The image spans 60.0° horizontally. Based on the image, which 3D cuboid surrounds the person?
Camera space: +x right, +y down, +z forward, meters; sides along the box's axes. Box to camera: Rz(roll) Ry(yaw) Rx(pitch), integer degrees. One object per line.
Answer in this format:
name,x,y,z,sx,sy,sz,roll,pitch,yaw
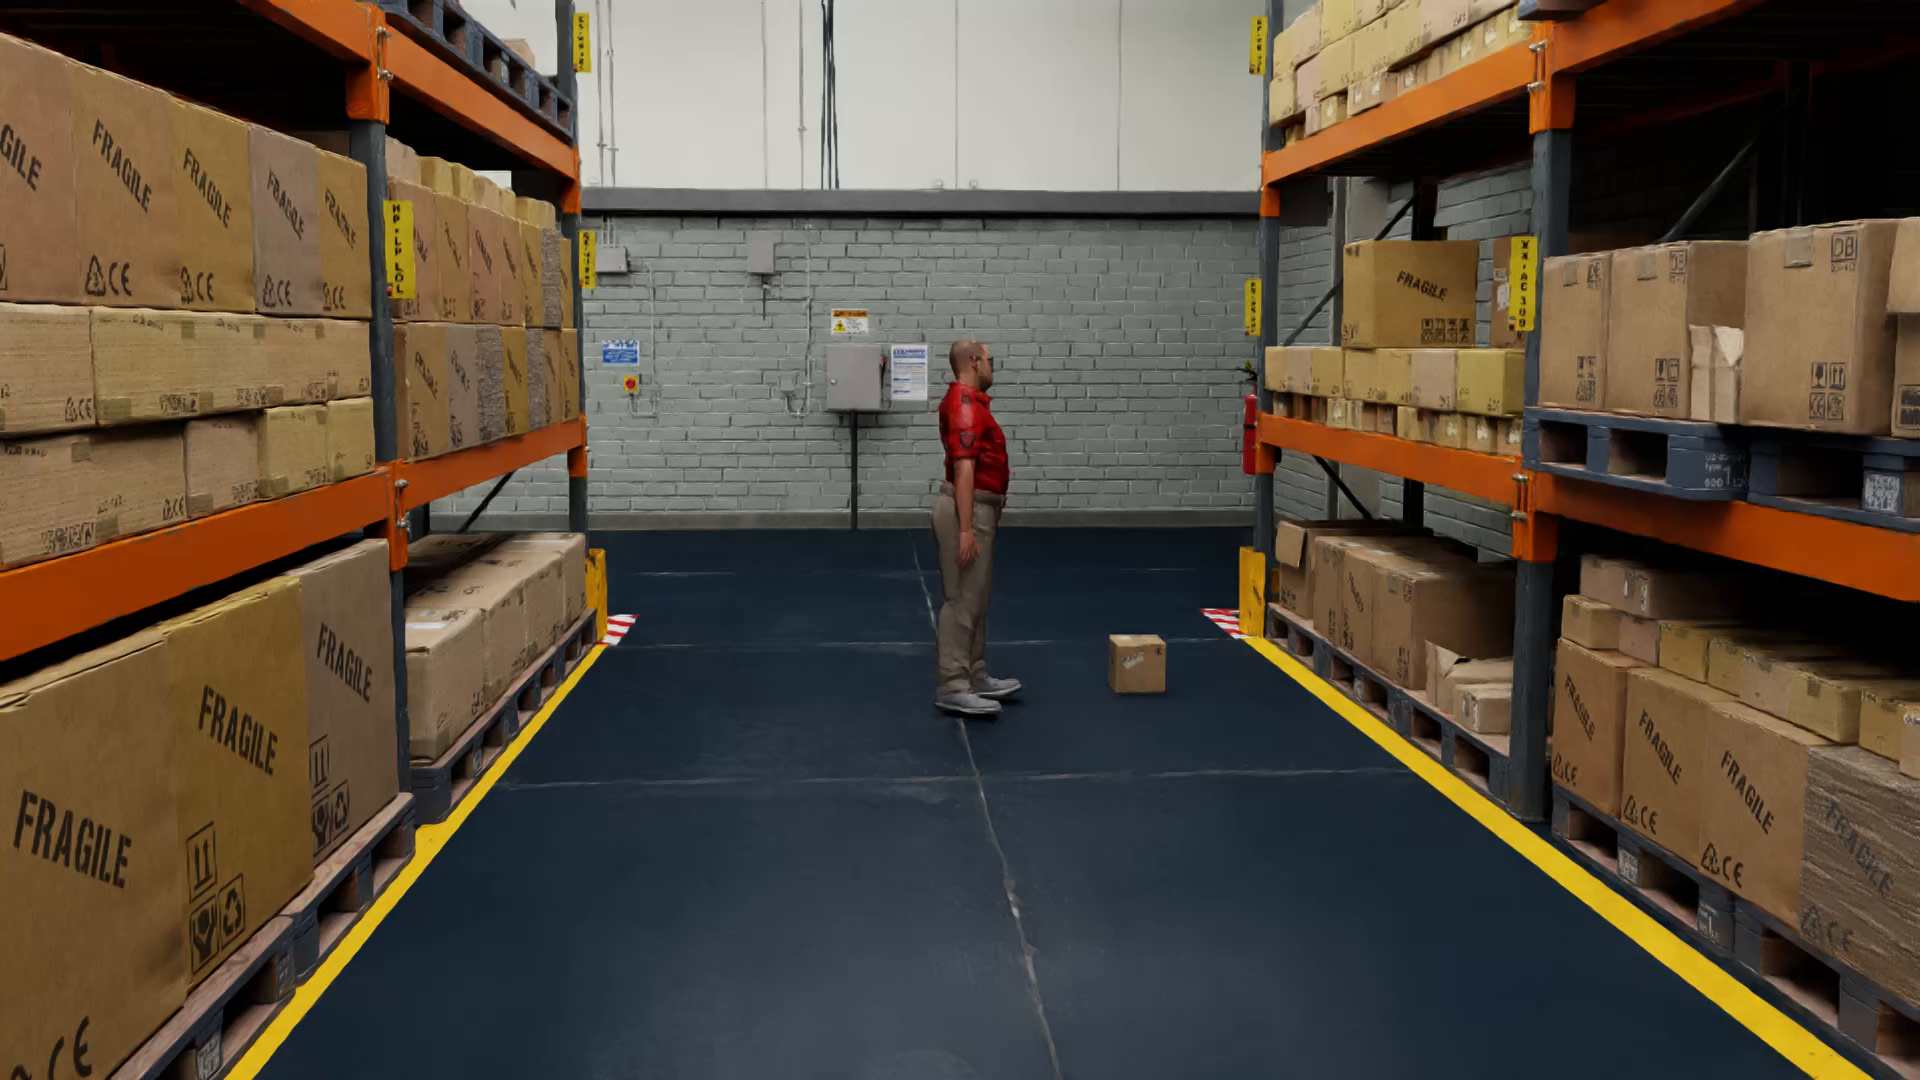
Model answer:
person,0.089,-0.074,7.772,0.449,1.730,0.640,-1,7,-5
